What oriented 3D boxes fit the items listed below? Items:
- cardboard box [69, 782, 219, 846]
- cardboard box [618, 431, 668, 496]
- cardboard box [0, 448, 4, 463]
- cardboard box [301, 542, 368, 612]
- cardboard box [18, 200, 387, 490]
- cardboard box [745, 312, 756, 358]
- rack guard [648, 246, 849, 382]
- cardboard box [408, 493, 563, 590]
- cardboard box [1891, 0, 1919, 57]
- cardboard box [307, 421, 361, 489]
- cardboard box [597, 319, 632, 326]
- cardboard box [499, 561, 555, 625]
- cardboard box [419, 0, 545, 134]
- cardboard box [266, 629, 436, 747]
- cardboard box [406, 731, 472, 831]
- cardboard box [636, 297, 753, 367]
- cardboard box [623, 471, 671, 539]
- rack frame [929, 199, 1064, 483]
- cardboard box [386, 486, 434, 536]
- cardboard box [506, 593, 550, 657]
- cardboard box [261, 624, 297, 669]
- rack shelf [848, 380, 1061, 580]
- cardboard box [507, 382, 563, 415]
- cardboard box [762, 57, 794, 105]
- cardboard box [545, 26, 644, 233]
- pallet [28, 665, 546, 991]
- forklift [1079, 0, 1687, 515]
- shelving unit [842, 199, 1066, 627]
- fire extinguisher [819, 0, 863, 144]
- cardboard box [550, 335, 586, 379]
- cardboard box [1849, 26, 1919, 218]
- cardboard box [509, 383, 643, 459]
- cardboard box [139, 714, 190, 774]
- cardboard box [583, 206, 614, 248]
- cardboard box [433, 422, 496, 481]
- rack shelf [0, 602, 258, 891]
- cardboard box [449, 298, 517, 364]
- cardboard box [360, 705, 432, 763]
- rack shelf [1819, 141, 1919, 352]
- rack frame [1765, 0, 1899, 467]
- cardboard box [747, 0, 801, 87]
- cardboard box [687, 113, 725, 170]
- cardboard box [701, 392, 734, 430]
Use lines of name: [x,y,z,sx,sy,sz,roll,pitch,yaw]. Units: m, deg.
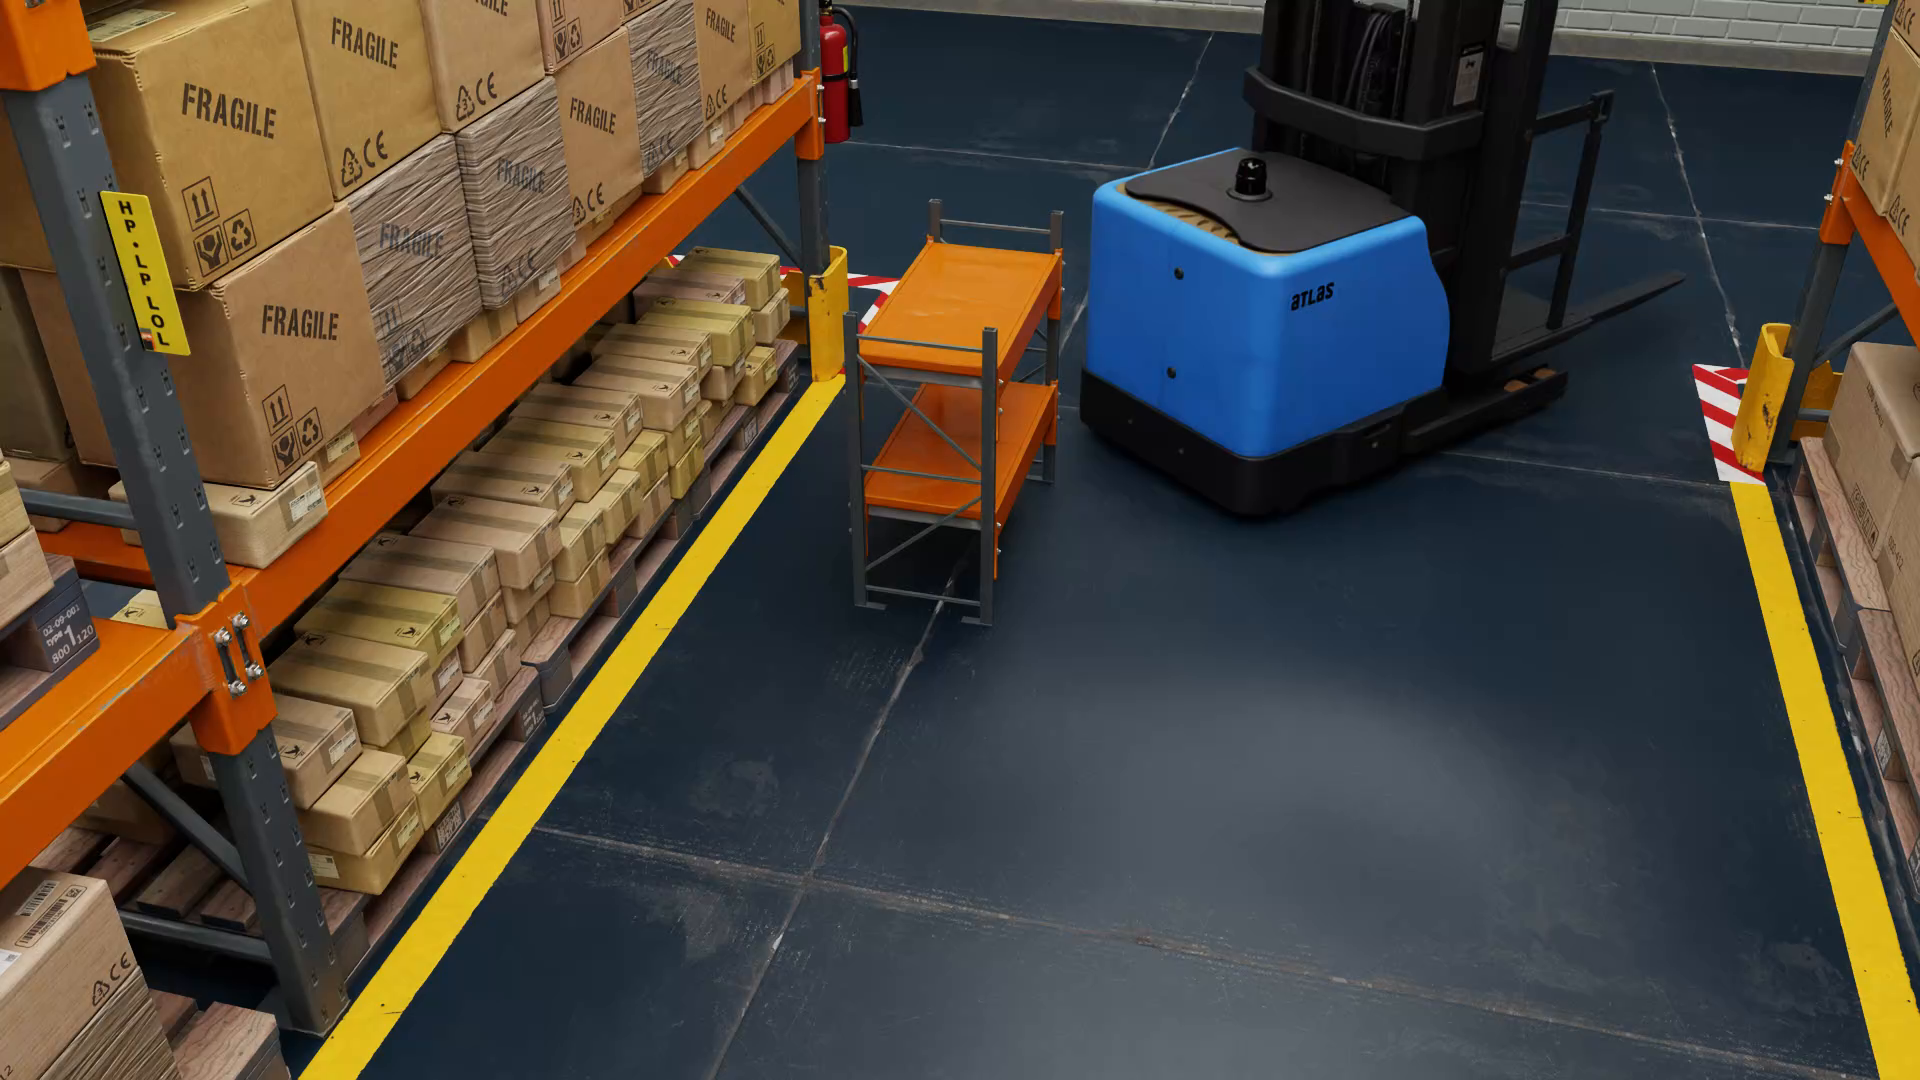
cardboard box: [-2.318,0.687,4.640,0.380,0.149,0.250,8,33,13]
cardboard box: [-1.263,-0.281,5.885,0.380,0.149,0.250,10,34,15]
cardboard box: [-2.001,-0.177,3.020,0.380,0.149,0.250,10,34,15]
cardboard box: [-2.025,0.073,5.050,0.380,0.149,0.250,9,34,14]
cardboard box: [-1.719,-0.480,3.838,0.500,0.500,0.500,7,33,11]
cardboard box: [-1.049,-0.824,6.738,0.380,0.149,0.250,7,33,11]
rack guard: [-1.092,-1.071,7.468,1.175,0.500,0.348,8,33,12]
cardboard box: [-1.469,0.003,5.161,0.380,0.149,0.250,9,33,13]
cardboard box: [3.343,-1.798,5.256,0.500,0.500,0.500,7,33,11]
cardboard box: [-1.706,-0.230,4.050,0.380,0.149,0.250,9,34,14]
cardboard box: [-1.578,-0.893,6.848,0.380,0.149,0.250,8,33,12]
cardboard box: [-1.518,0.112,5.266,0.380,0.149,0.250,10,34,15]
cardboard box: [-1.463,-1.408,4.367,0.500,0.500,0.500,9,33,13]
cardboard box: [-1.673,0.400,4.536,0.380,0.149,0.250,10,34,15]
cardboard box: [-1.617,0.653,4.693,0.380,0.149,0.250,9,34,14]
cardboard box: [-1.024,-0.807,6.435,0.380,0.149,0.250,7,33,11]
cardboard box: [-1.265,-0.155,5.964,0.380,0.149,0.250,9,33,13]
rack frame: [0.131,-0.742,6.369,0.500,1.125,0.032,8,33,12]
cardboard box: [-1.916,-0.067,5.549,0.380,0.149,0.250,6,33,10]
cardboard box: [-1.554,0.234,5.352,0.380,0.149,0.250,7,33,10]
cardboard box: [-2.208,0.321,4.938,0.380,0.149,0.250,7,33,11]
rack shelf: [0.002,-0.272,6.085,0.538,0.278,1.000,8,33,12]
cardboard box: [-1.700,-0.485,6.206,0.380,0.149,0.250,6,33,10]
cardboard box: [-0.882,-1.851,6.601,0.380,0.149,0.250,8,33,12]
cardboard box: [-1.330,-1.276,5.091,0.500,0.500,0.500,10,34,15]
pallet: [-1.952,0.734,4.899,1.003,0.211,1.213,8,33,12]
forklift: [1.987,-1.953,6.590,3.031,2.935,1.130,-21,38,-30]
shelving unit: [0.002,-0.478,5.954,0.538,1.125,1.048,8,33,12]
fire extinguisher: [-0.563,-2.043,7.087,0.296,0.674,0.183,8,33,12]
cardboard box: [-1.659,-0.752,6.348,0.380,0.149,0.250,6,33,10]
cardboard box: [3.341,-1.376,5.525,0.500,0.500,0.500,8,33,12]
cardboard box: [-1.340,-0.412,5.814,0.380,0.149,0.250,7,33,11]
cardboard box: [-2.250,0.465,4.434,0.380,0.149,0.250,9,34,14]
cardboard box: [-1.346,-1.055,5.348,0.380,0.149,0.250,9,33,13]
cardboard box: [-1.821,-0.336,5.693,0.380,0.149,0.250,8,33,12]
rack shelf: [-2.596,1.252,2.155,1.077,0.370,4.000,8,33,12]
cardboard box: [-1.487,-0.638,4.691,0.380,0.149,0.250,9,33,13]
cardboard box: [-1.709,0.523,4.620,0.380,0.149,0.250,8,33,13]
rack shelf: [3.233,-0.202,4.443,1.077,0.370,4.000,8,33,12]
rack frame: [3.741,-1.544,5.882,1.000,3.000,0.127,8,33,12]
cardboard box: [-0.938,-2.065,6.331,0.500,0.500,0.500,9,33,13]
cardboard box: [-1.073,-1.460,5.984,0.380,0.149,0.250,9,34,14]
cardboard box: [-1.122,-0.565,6.609,0.380,0.149,0.250,8,33,12]
